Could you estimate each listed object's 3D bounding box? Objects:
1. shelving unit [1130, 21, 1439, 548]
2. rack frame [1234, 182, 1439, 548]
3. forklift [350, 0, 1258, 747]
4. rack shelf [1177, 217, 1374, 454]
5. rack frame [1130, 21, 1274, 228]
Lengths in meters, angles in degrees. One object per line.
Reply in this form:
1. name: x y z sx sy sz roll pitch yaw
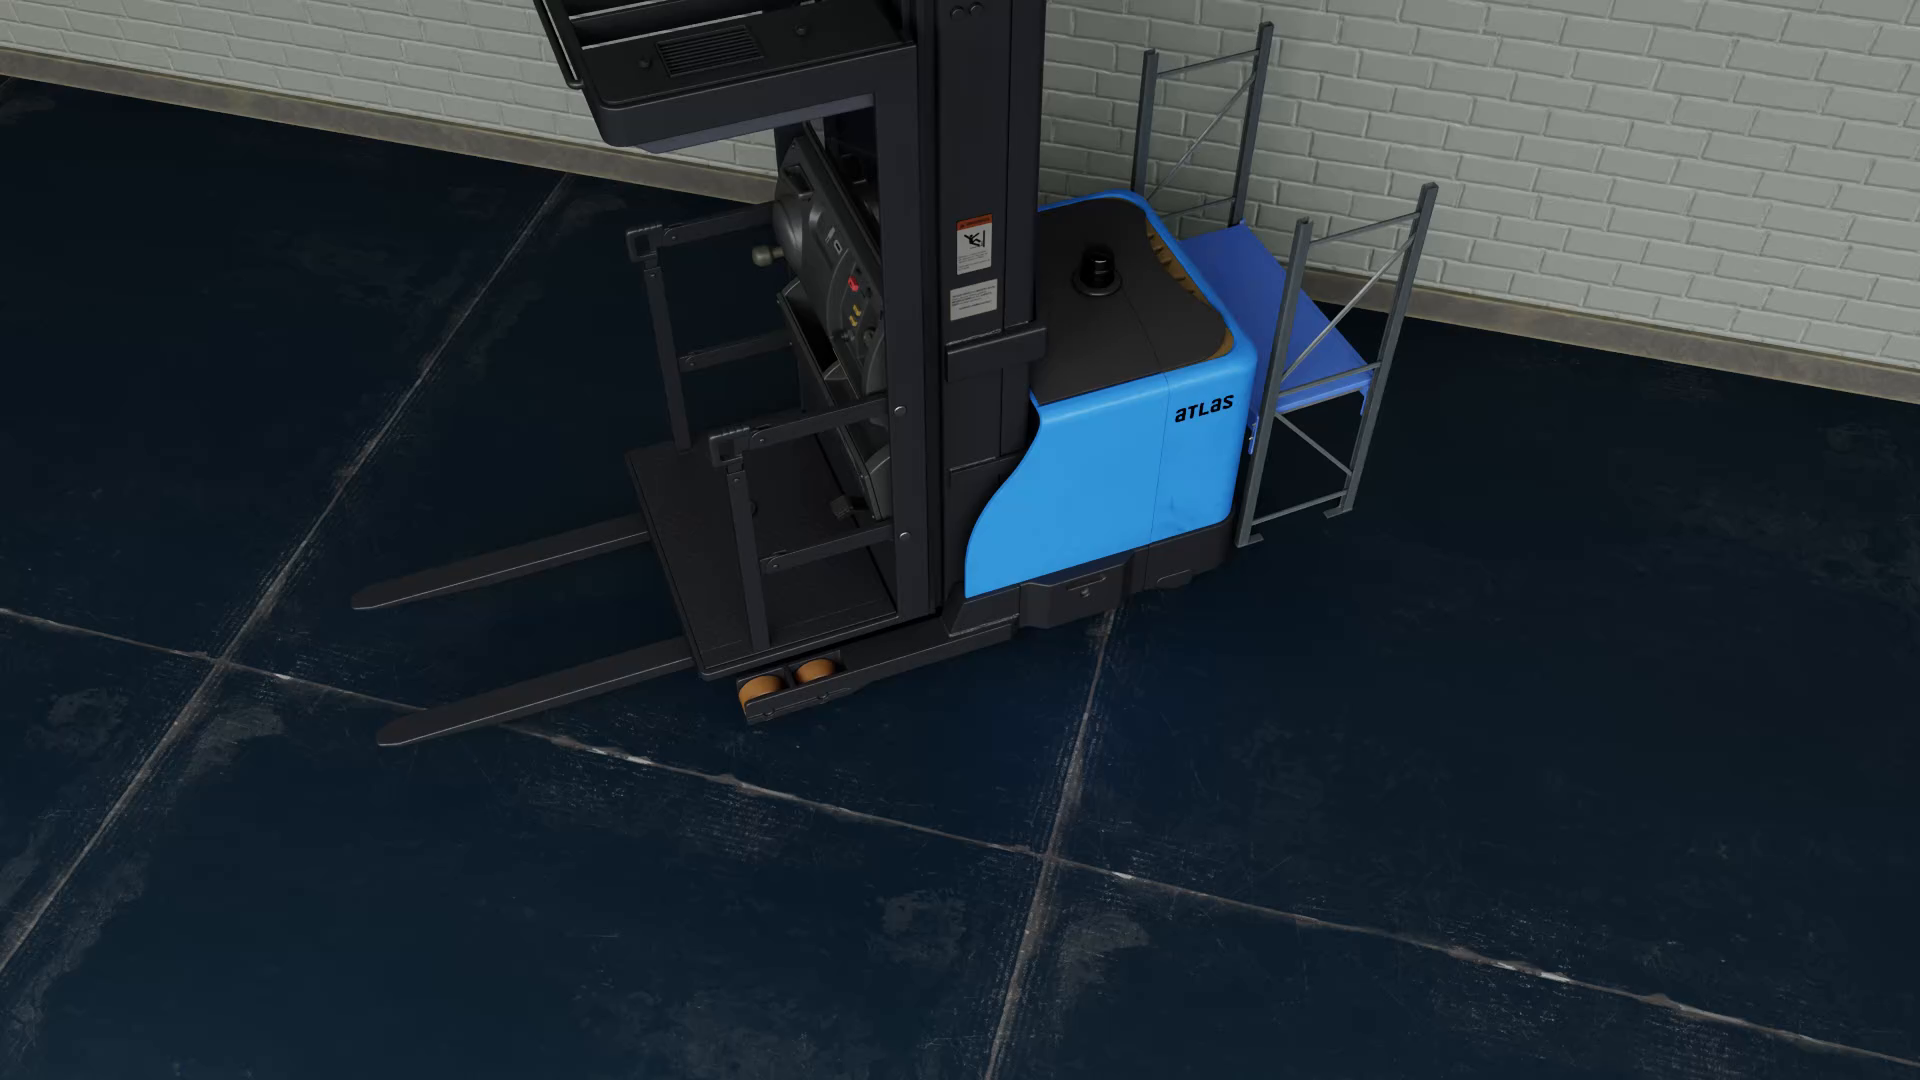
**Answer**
1. shelving unit: 1.066 -0.900 6.042 0.538 1.500 1.048 -18 51 -15
2. rack frame: 1.267 -0.550 5.733 0.500 1.500 0.032 -18 51 -15
3. forklift: -0.586 -0.800 5.001 3.031 2.935 1.130 -16 51 -14
4. rack shelf: 1.065 -0.780 6.176 0.538 0.185 1.000 -18 51 -15
5. rack frame: 0.865 -1.250 6.351 0.500 1.500 0.032 -18 51 -15
